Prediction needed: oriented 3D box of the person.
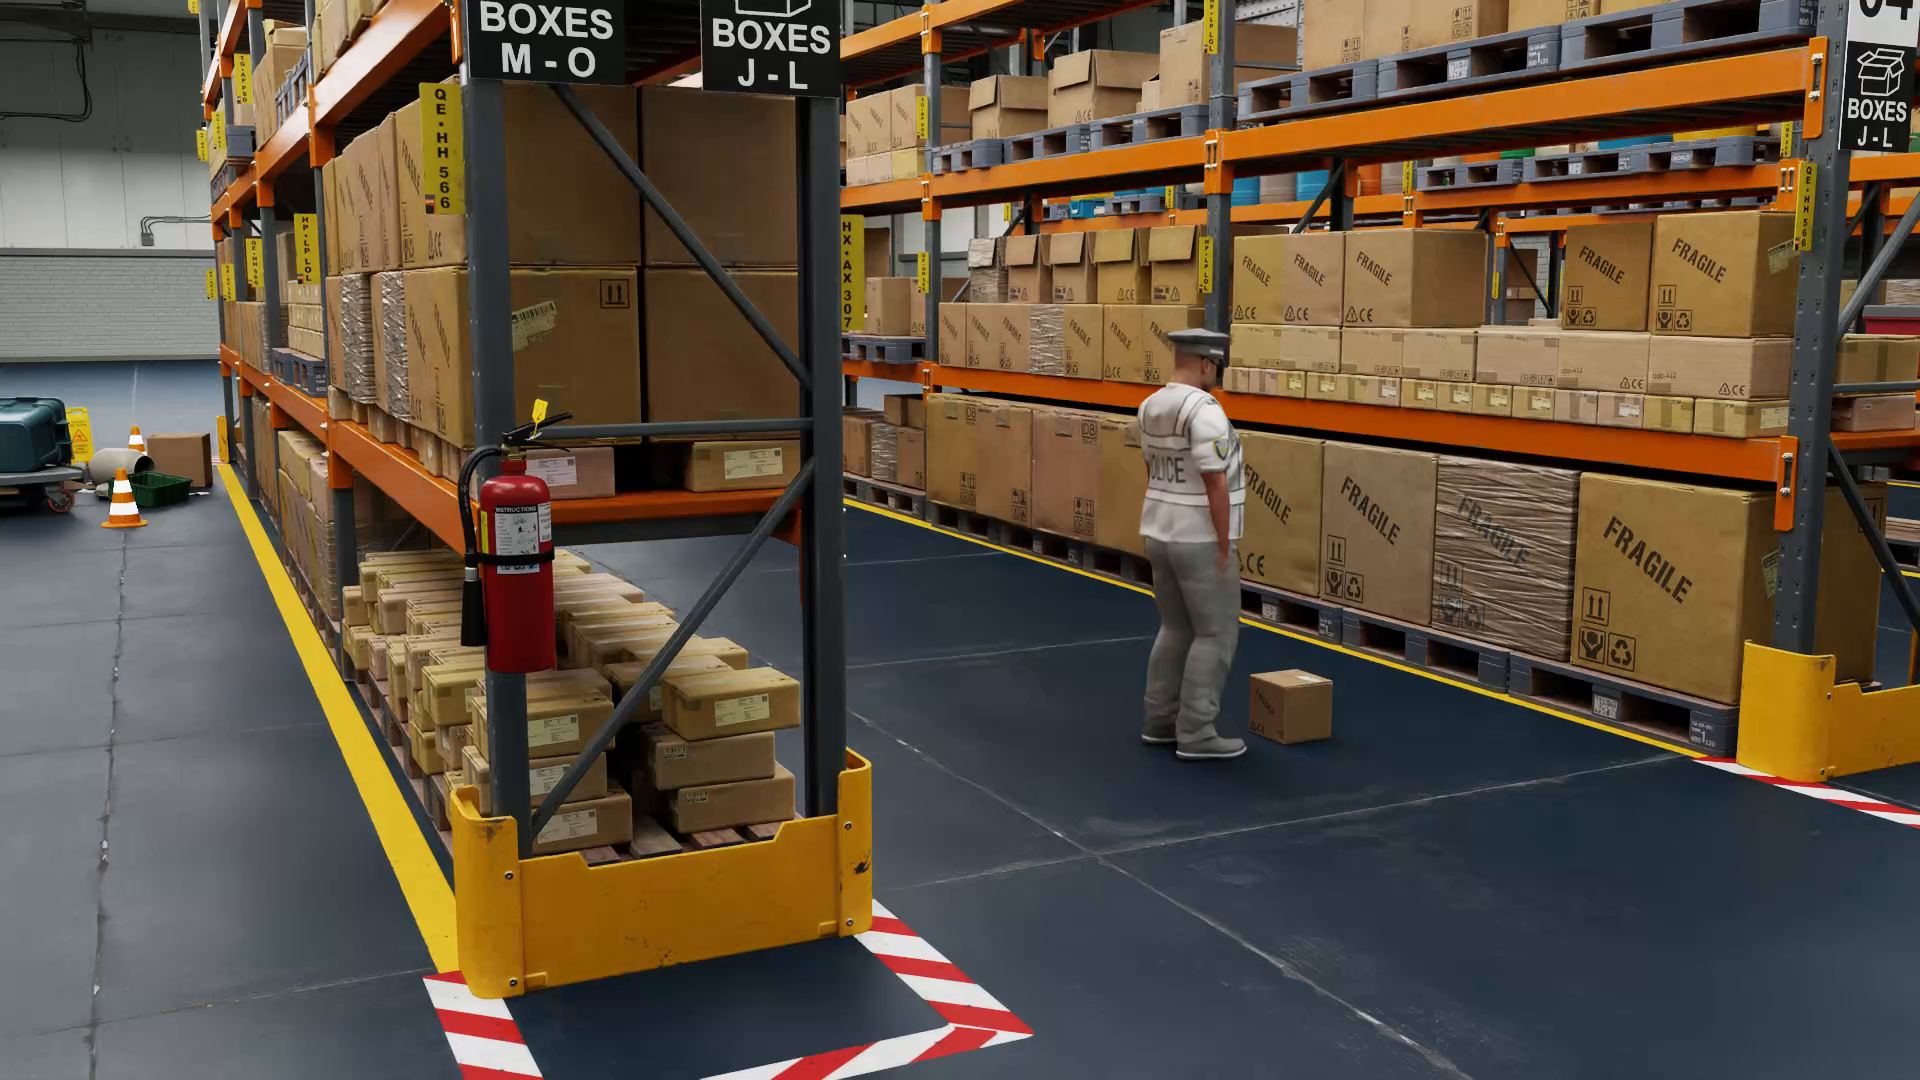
[{"bbox_3d":[0.954,0.032,6.822,0.496,1.701,0.557,-4,9,-24],"label":"person"}]
